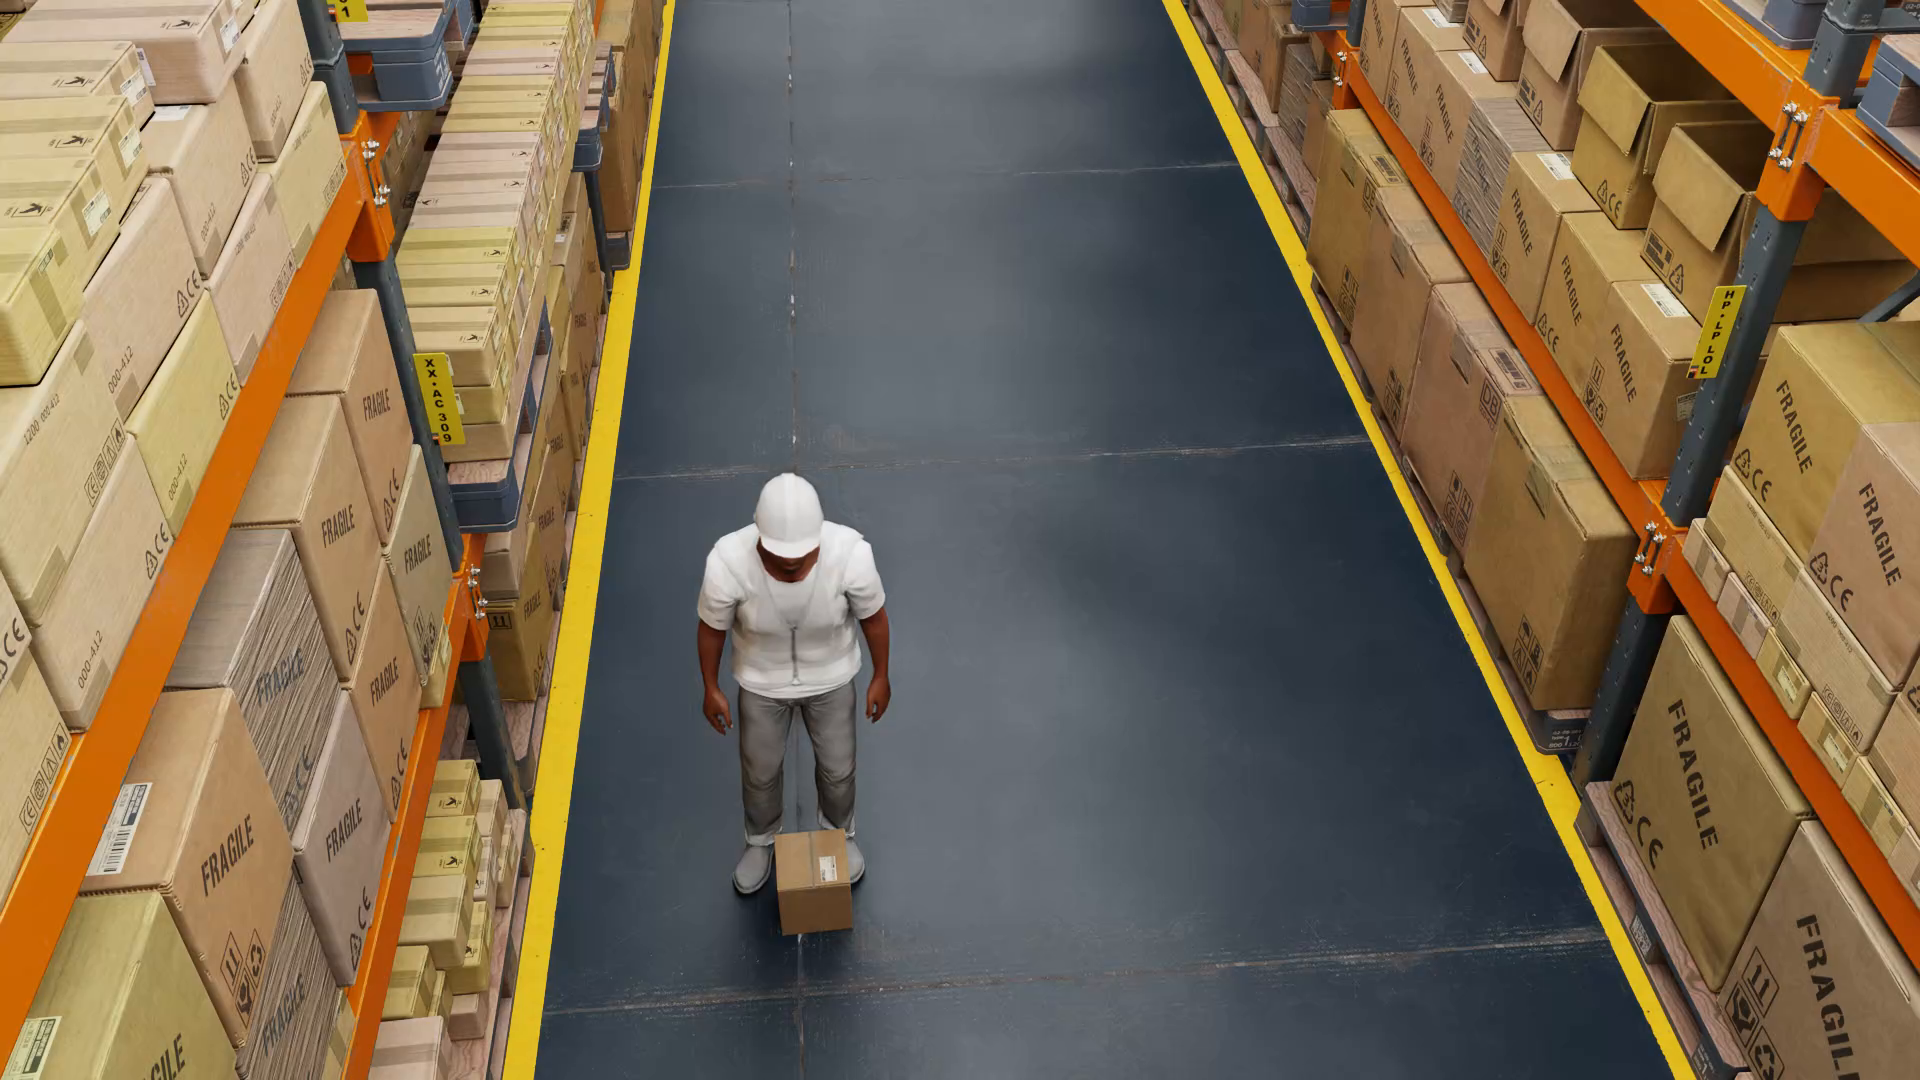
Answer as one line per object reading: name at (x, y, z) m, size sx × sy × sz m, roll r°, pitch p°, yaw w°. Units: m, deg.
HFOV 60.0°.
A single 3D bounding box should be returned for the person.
person at (-0.547, 0.478, 5.547) m, size 0.631 × 1.760 × 0.463 m, roll -4°, pitch 39°, yaw -4°
